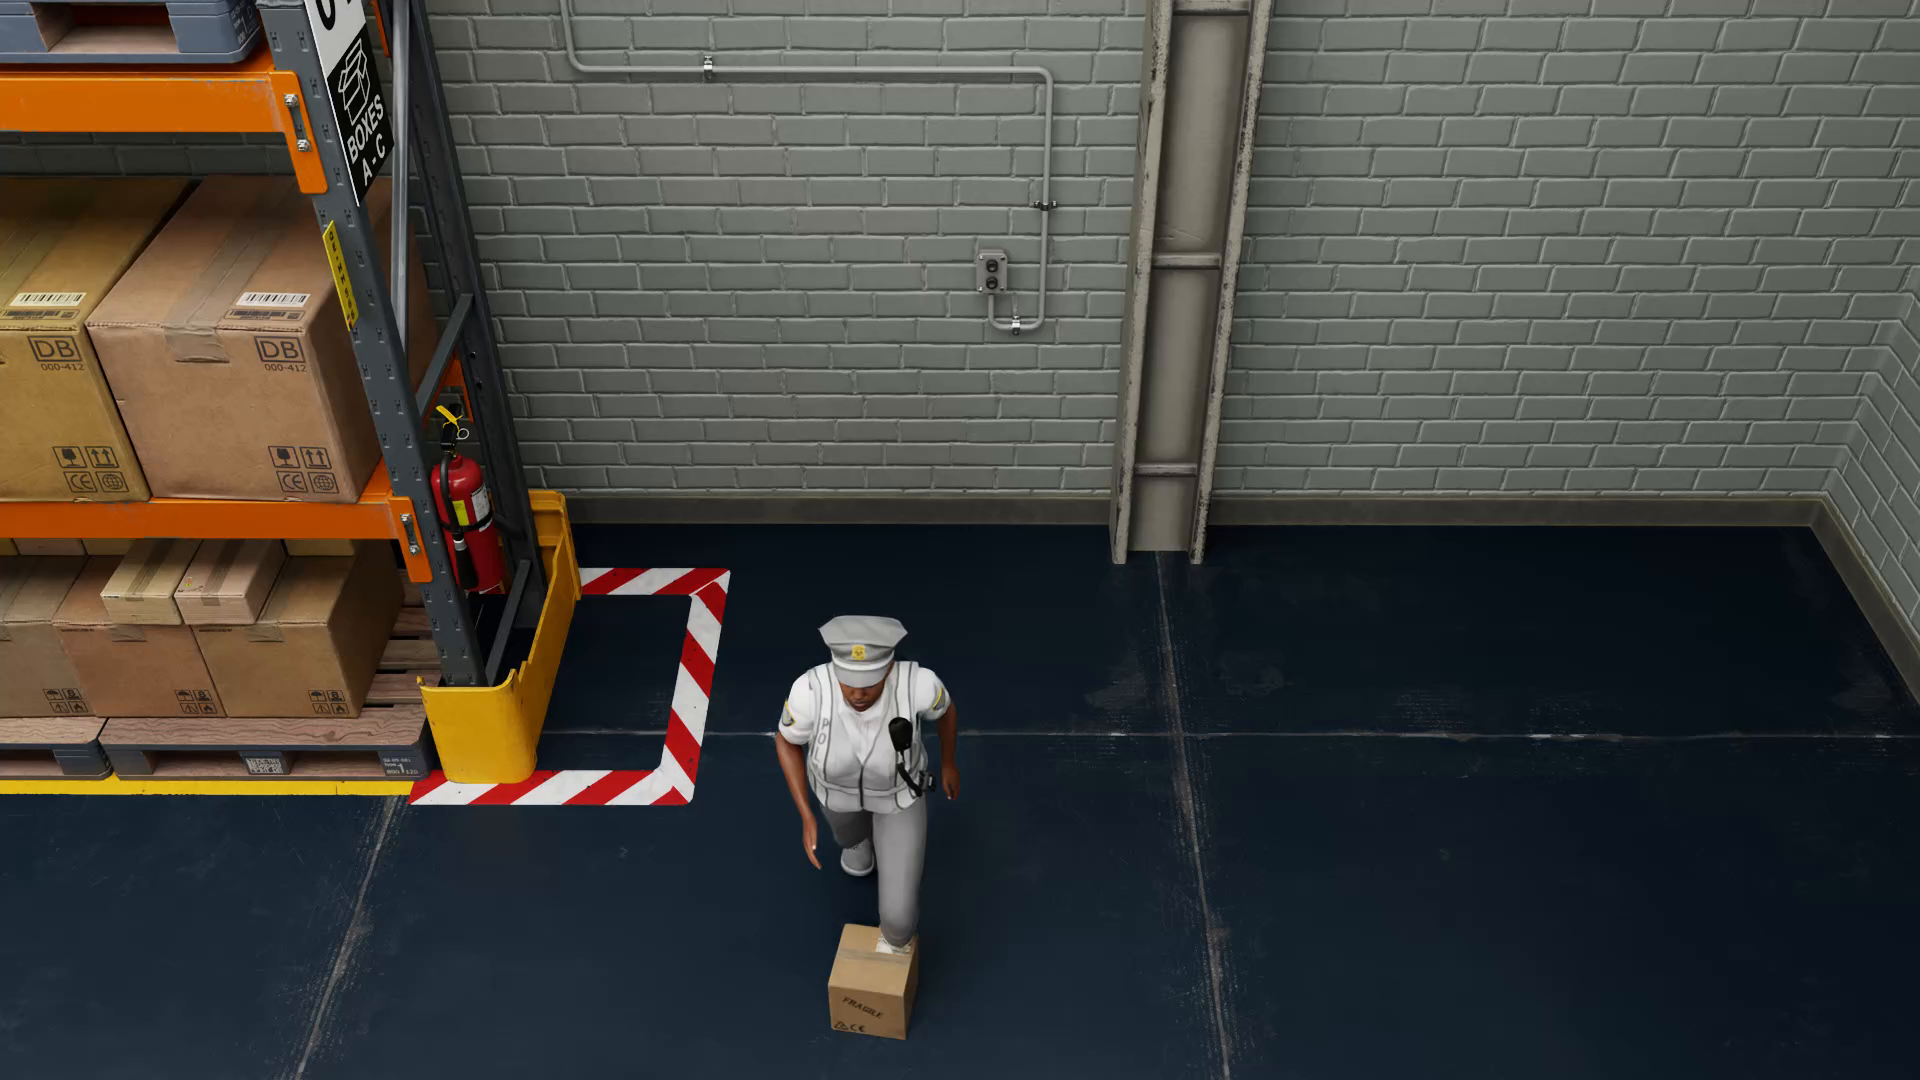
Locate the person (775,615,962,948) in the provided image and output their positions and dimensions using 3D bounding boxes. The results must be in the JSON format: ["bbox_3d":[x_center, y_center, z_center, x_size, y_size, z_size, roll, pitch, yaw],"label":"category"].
[{"bbox_3d":[-5.353,3.470,1.848,9.534,1.827,10.882,5,40,5],"label":"person"}]
